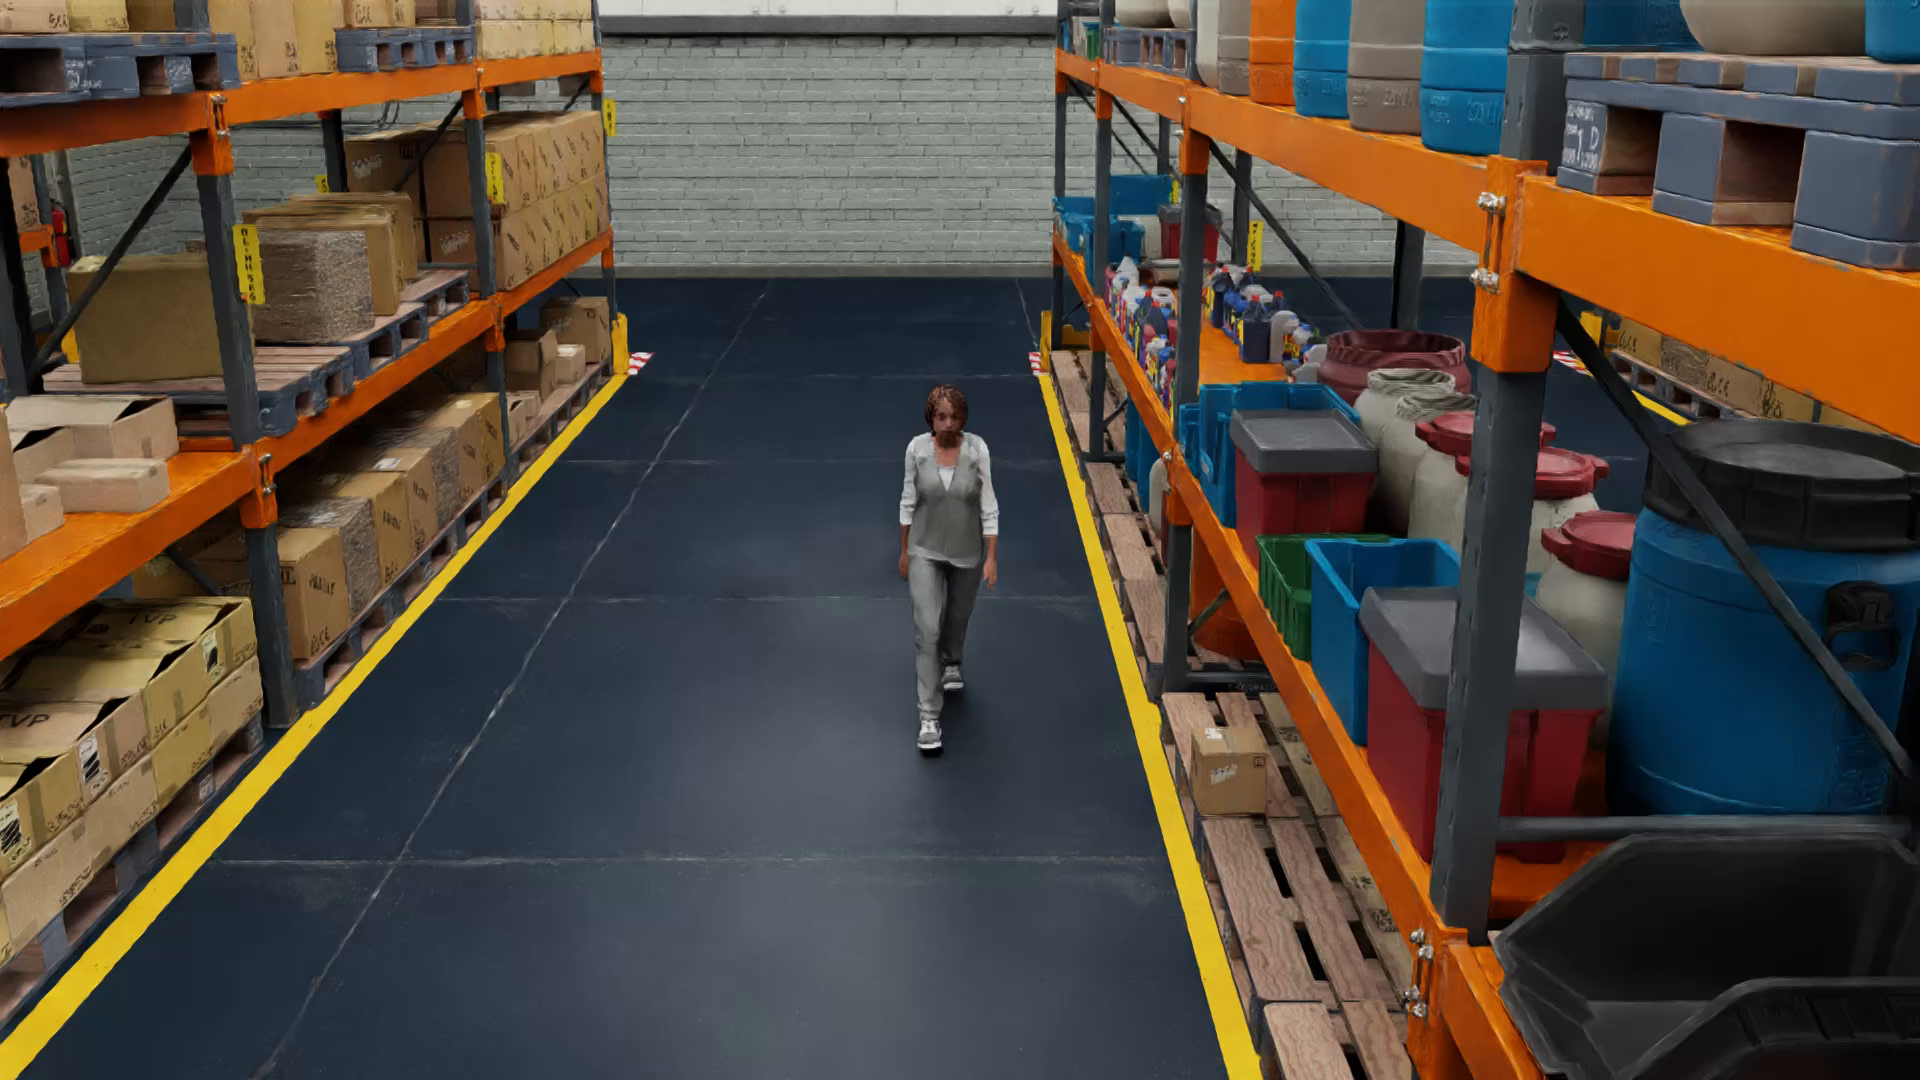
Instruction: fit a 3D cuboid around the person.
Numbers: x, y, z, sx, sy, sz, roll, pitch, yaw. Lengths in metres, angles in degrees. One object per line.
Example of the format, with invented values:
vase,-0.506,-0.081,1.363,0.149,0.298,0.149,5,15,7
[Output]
person,-0.049,0.056,7.374,0.434,1.549,0.887,-2,17,-6
